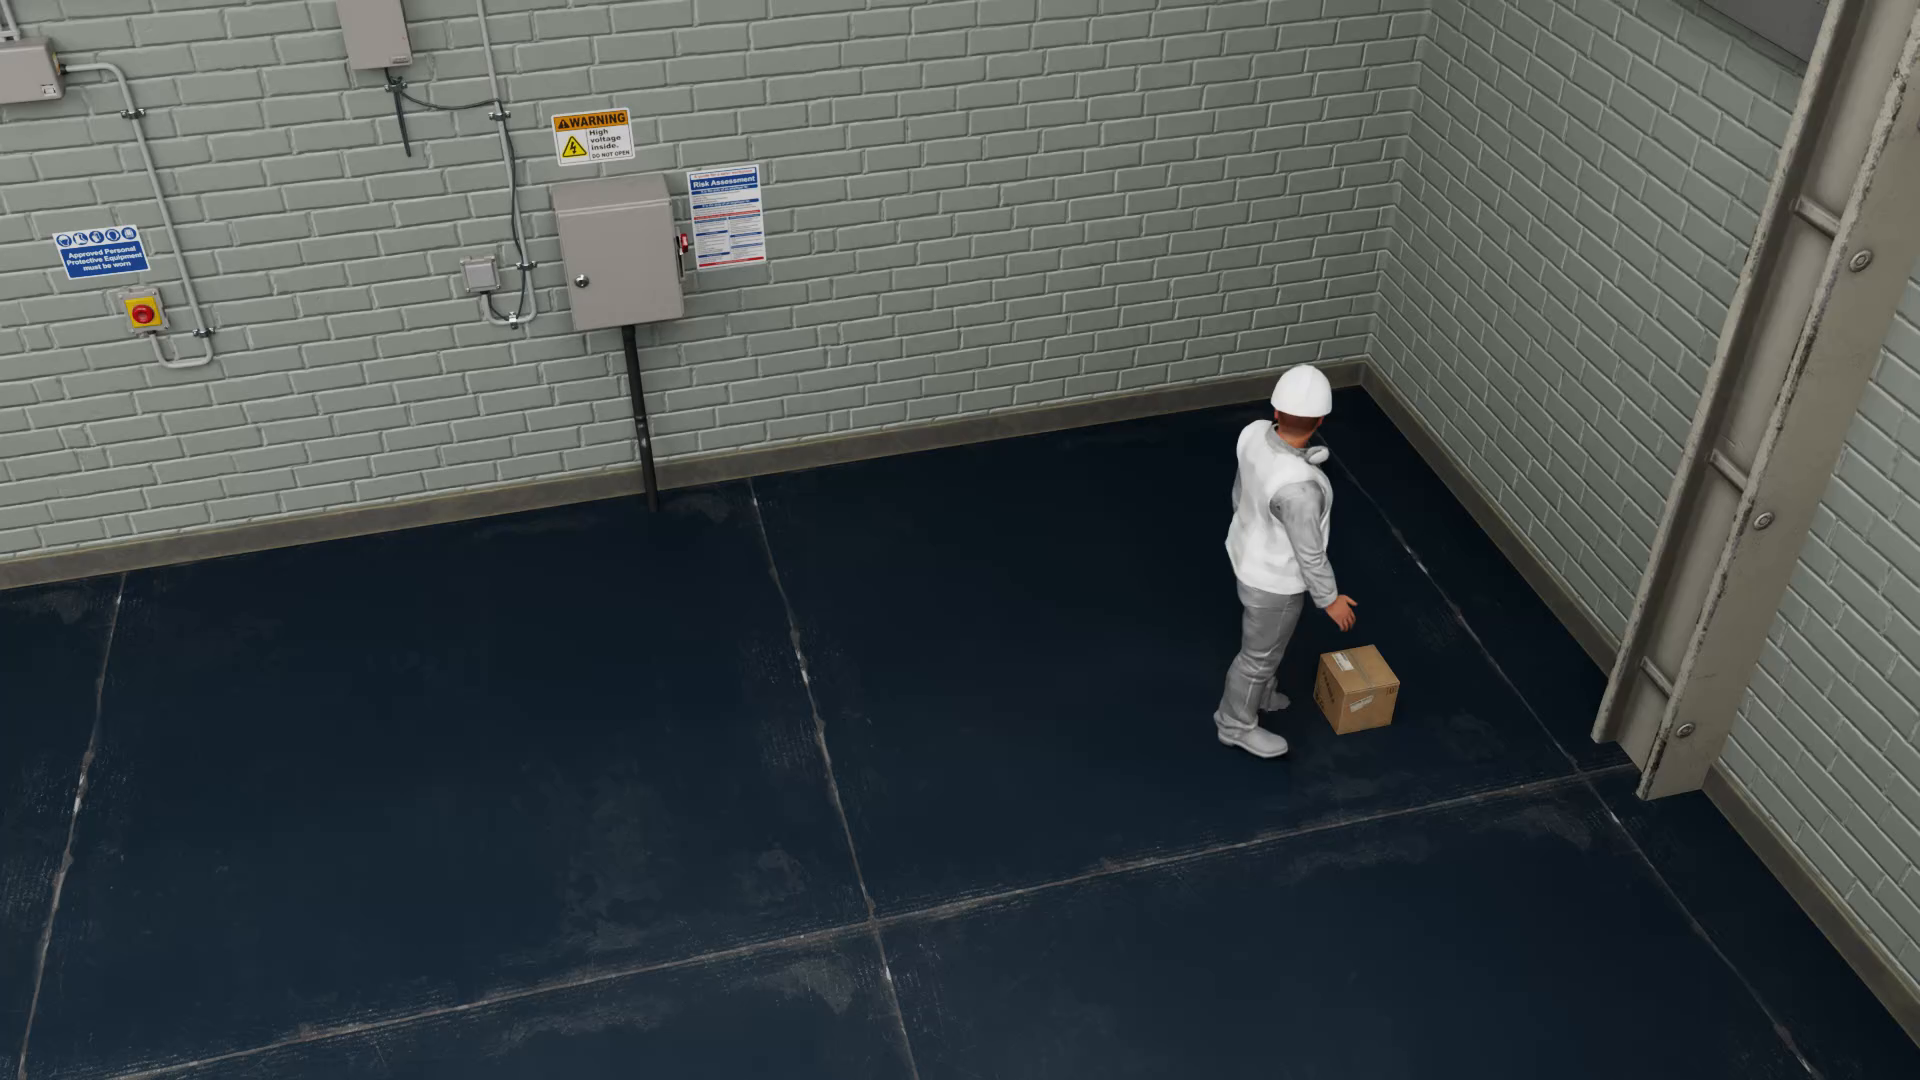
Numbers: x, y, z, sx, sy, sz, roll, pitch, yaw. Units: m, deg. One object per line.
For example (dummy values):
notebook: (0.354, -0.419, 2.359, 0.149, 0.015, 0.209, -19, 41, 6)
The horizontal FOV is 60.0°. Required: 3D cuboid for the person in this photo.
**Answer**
person: (1.282, 0.140, 6.542, 0.457, 1.851, 0.589, -2, 38, -3)
